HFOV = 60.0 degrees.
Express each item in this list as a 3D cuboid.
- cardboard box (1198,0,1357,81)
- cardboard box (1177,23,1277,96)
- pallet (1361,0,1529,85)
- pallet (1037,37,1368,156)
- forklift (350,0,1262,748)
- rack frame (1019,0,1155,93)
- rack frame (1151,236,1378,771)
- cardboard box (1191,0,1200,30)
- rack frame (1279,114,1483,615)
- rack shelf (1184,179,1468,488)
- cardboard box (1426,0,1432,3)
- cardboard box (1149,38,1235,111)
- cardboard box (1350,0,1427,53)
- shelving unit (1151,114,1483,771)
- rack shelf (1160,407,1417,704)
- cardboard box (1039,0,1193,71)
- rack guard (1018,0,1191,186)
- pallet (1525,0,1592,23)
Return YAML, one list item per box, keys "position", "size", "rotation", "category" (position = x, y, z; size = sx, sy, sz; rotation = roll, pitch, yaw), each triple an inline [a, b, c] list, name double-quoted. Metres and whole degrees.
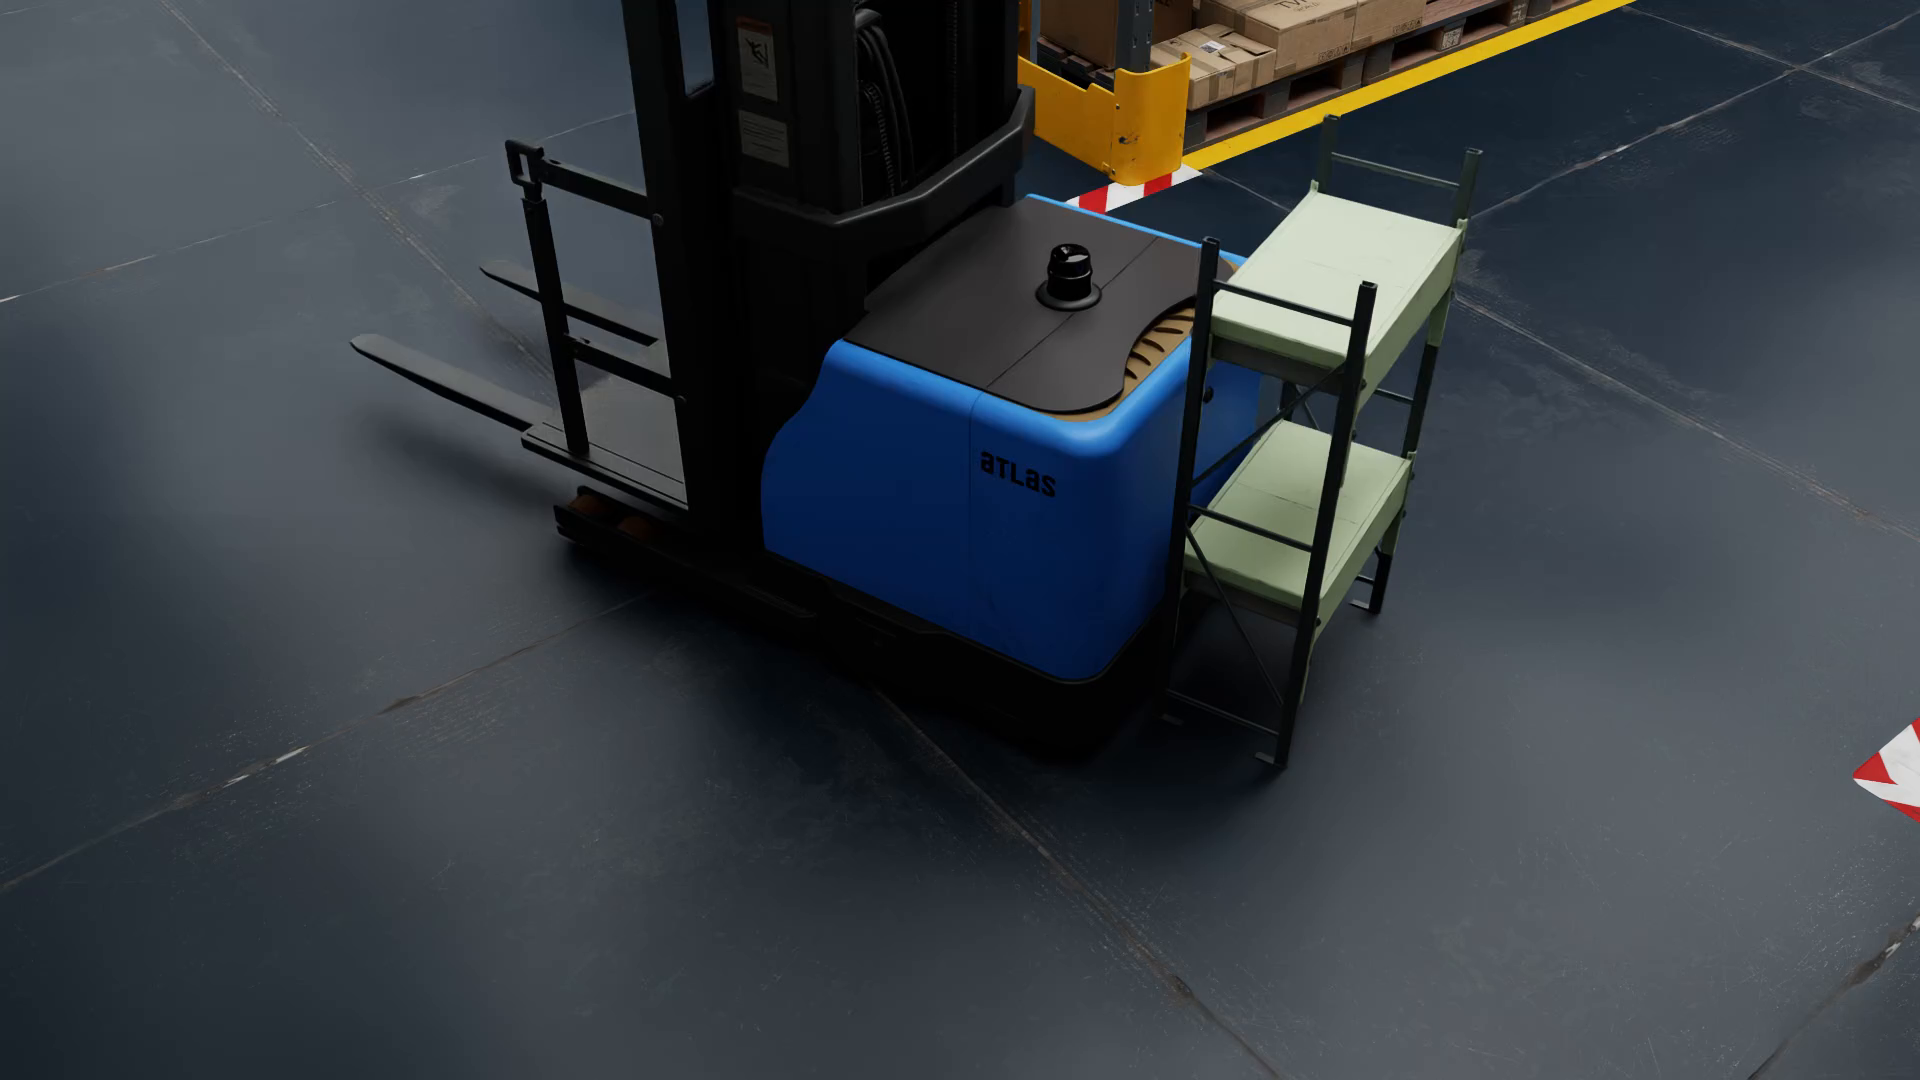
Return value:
- position: [1.436, -2.349, 7.570]
  size: [0.500, 0.250, 0.500]
  rotation: [-26, 46, -28]
  category: "cardboard box"
- position: [1.176, -2.142, 7.383]
  size: [0.250, 0.166, 0.380]
  rotation: [-26, 46, -28]
  category: "cardboard box"
- position: [2.094, -2.710, 8.388]
  size: [1.213, 0.211, 1.003]
  rotation: [-26, 46, -28]
  category: "pallet"
- position: [1.128, -2.241, 7.816]
  size: [1.213, 0.211, 1.003]
  rotation: [-26, 46, -28]
  category: "pallet"
- position: [-0.656, -1.297, 4.520]
  size: [3.031, 2.935, 1.130]
  rotation: [22, 44, 25]
  category: "forklift"
- position: [0.436, -2.982, 6.520]
  size: [0.127, 3.000, 1.000]
  rotation: [-26, 46, -28]
  category: "rack frame"
- position: [0.713, -0.027, 4.099]
  size: [0.400, 1.500, 0.023]
  rotation: [21, 44, 23]
  category: "rack frame"
- position: [1.093, -2.502, 7.822]
  size: [0.250, 0.166, 0.380]
  rotation: [-26, 46, -28]
  category: "cardboard box"
- position: [1.089, -0.426, 4.585]
  size: [0.400, 1.500, 0.023]
  rotation: [21, 44, 23]
  category: "rack frame"
- position: [0.903, -0.528, 4.094]
  size: [0.431, 0.370, 0.720]
  rotation: [21, 44, 23]
  category: "rack shelf"
- position: [2.121, -3.004, 8.168]
  size: [0.637, 0.503, 0.797]
  rotation: [-26, 46, -28]
  category: "cardboard box"
- position: [0.977, -2.039, 7.271]
  size: [0.250, 0.149, 0.380]
  rotation: [-26, 46, -28]
  category: "cardboard box"
- position: [1.833, -2.543, 7.806]
  size: [0.500, 0.250, 0.500]
  rotation: [-26, 46, -28]
  category: "cardboard box"
- position: [0.901, -0.226, 4.342]
  size: [0.431, 1.500, 0.755]
  rotation: [21, 44, 23]
  category: "shelving unit"
- position: [0.900, 0.025, 4.549]
  size: [0.431, 0.370, 0.720]
  rotation: [21, 44, 23]
  category: "rack shelf"
- position: [0.717, -2.519, 7.580]
  size: [0.500, 0.500, 0.500]
  rotation: [-26, 46, -28]
  category: "cardboard box"
- position: [0.496, -2.045, 7.348]
  size: [0.348, 0.500, 1.175]
  rotation: [-26, 46, -28]
  category: "rack guard"
- position: [3.062, -3.185, 8.966]
  size: [1.213, 0.211, 1.003]
  rotation: [-26, 46, -28]
  category: "pallet"
